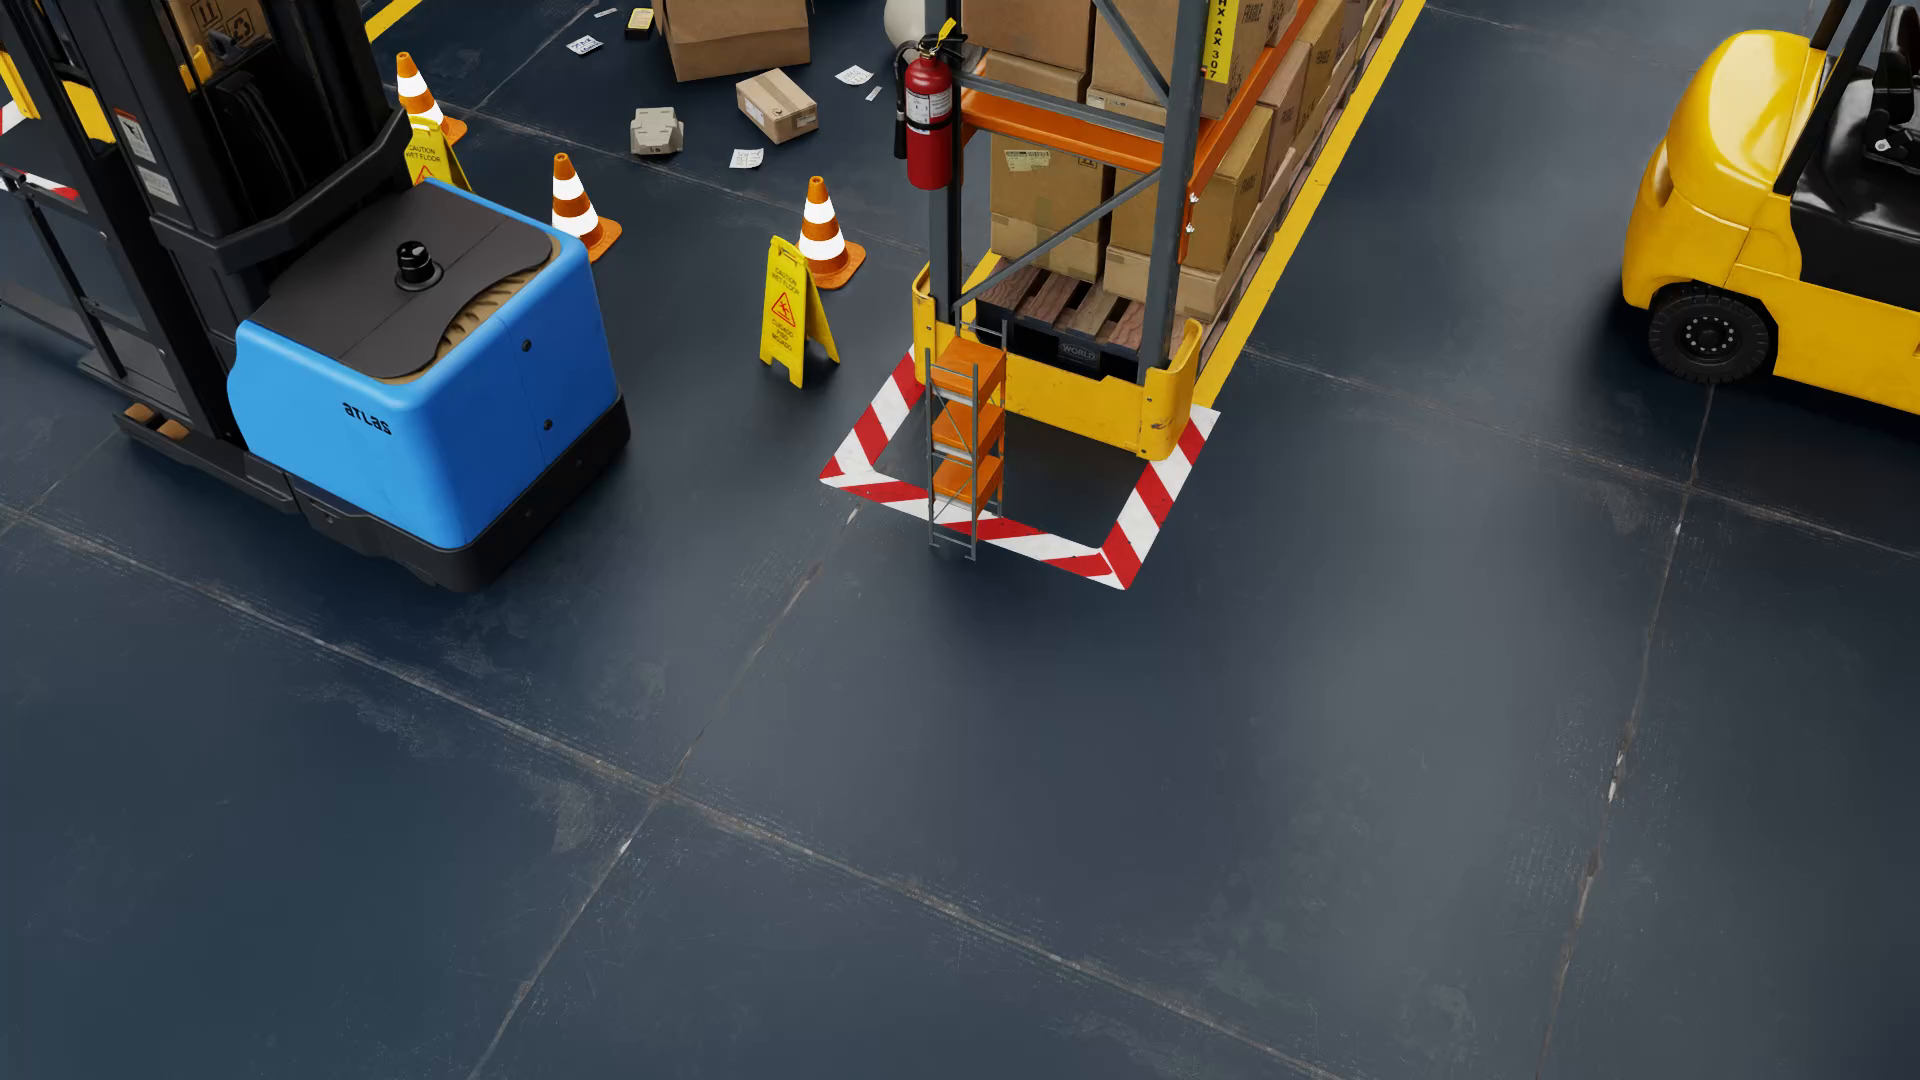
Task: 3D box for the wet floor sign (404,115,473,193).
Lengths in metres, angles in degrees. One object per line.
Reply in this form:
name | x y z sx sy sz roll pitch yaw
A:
wet floor sign | -2.388 -1.650 7.545 0.267 0.644 0.232 12 51 10

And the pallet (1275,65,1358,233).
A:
pallet | 1.287 -2.069 8.187 1.003 0.211 1.213 20 52 16

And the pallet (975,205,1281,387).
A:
pallet | 0.765 -1.232 7.475 1.003 0.211 1.213 20 52 16

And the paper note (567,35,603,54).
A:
paper note | -1.978 -2.613 8.769 0.142 0.017 0.144 -37 59 -27

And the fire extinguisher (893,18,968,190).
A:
fire extinguisher | -0.112 -1.582 5.992 0.296 0.674 0.183 20 52 16

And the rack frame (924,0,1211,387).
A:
rack frame | 0.353 -1.536 5.902 1.000 3.000 0.127 20 52 16

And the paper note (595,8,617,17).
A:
paper note | -1.914 -2.849 8.982 0.123 0.001 0.032 -28 55 -22

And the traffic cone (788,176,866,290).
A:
traffic cone | -0.629 -1.429 7.478 0.336 0.463 0.334 20 52 16

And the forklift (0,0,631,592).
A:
forklift | -2.886 -1.601 6.003 3.031 2.935 1.130 24 54 19

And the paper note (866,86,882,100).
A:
paper note | -0.439 -2.284 8.502 0.032 0.001 0.123 20 52 16

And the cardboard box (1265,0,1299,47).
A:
cardboard box | 1.117 -2.115 6.561 0.380 0.149 0.250 21 53 17

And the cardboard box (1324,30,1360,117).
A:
cardboard box | 1.613 -2.322 8.101 0.500 0.250 0.500 21 53 17

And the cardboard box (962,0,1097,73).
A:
cardboard box | 0.336 -2.128 6.145 0.500 0.500 0.500 19 52 15

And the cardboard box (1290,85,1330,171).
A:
cardboard box | 1.394 -1.975 7.806 0.500 0.250 0.500 23 53 18

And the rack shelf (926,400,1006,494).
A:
rack shelf | 0.023 -0.370 6.205 0.215 0.259 0.240 20 52 16

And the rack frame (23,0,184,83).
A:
rack frame | -4.165 -3.077 7.214 1.000 3.000 0.127 20 52 16

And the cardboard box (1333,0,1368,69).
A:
cardboard box | 1.619 -2.581 7.829 0.500 0.500 0.500 22 53 18

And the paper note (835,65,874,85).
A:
paper note | -0.544 -2.404 8.599 0.142 0.019 0.148 -37 59 -27

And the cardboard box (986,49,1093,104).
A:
cardboard box | 0.320 -1.781 6.276 0.380 0.149 0.250 21 53 17

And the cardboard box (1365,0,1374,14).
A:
cardboard box | 1.836 -2.933 8.128 0.500 0.500 0.500 21 53 17

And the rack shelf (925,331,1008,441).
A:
rack shelf | 0.023 -0.554 5.988 0.215 0.259 0.240 20 52 16

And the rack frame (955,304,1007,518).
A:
rack frame | 0.075 -0.461 6.268 0.200 1.050 0.008 20 52 16

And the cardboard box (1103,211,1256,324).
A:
cardboard box | 0.948 -1.246 7.186 0.500 0.250 0.500 19 52 16

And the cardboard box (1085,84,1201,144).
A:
cardboard box | 0.686 -1.621 6.140 0.380 0.149 0.250 20 52 16

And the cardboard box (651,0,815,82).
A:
cardboard box | -1.185 -2.760 8.583 0.797 0.503 0.637 -11 51 -9

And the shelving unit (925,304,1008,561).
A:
shelving unit | 0.023 -0.377 6.196 0.215 1.050 0.252 20 52 16

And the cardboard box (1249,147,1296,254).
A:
cardboard box | 1.173 -1.595 7.483 0.500 0.250 0.500 22 53 17

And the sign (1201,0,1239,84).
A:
sign | 0.844 -1.640 5.422 0.100 0.325 0.005 20 52 16

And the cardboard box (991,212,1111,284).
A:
cardboard box | 0.466 -1.441 7.352 0.500 0.250 0.500 20 52 16

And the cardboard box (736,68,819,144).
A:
cardboard box | -0.914 -2.171 8.315 0.250 0.149 0.380 -28 55 -22

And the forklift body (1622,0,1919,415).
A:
forklift body | 4.003 -1.548 6.470 2.313 2.155 1.214 20 52 16

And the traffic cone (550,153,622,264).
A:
traffic cone | -1.778 -1.556 7.586 0.336 0.463 0.334 20 52 16

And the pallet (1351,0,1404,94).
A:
pallet | 1.807 -2.912 8.905 1.003 0.211 1.213 20 52 16

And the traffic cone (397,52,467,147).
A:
traffic cone | -2.655 -2.158 8.098 0.336 0.463 0.334 20 52 16

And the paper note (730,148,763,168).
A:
paper note | -1.043 -1.872 8.138 0.148 0.019 0.142 4 50 3

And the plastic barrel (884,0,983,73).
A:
plastic barrel | -0.133 -2.616 8.513 0.421 0.421 0.512 -19 52 -16

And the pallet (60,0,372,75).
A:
pallet | -3.895 -2.749 8.766 1.003 0.211 1.213 20 52 16

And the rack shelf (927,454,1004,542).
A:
rack shelf | 0.023 -0.190 6.416 0.215 0.259 0.240 20 52 16

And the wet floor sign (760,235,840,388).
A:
wet floor sign | -0.695 -0.990 6.984 0.232 0.644 0.267 -37 59 -27

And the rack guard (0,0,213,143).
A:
rack guard | -4.176 -2.250 8.151 1.175 0.500 0.348 20 52 16

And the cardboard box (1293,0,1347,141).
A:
cardboard box | 1.399 -2.210 7.513 0.500 0.500 0.500 21 53 17

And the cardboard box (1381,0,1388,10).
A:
cardboard box | 2.053 -3.041 8.712 0.500 0.250 0.500 22 53 18

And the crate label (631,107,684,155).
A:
crate label | -1.498 -2.012 8.188 0.250 0.136 0.298 -4 50 -3

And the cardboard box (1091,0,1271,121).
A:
cardboard box | 0.806 -1.900 5.952 0.500 0.500 0.500 19 52 16

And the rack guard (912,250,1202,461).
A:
rack guard | 0.386 -0.778 6.899 1.175 0.500 0.348 20 52 16

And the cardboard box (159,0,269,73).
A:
cardboard box | -3.936 -3.013 8.278 0.875 0.875 0.875 20 53 16

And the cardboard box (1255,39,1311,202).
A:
cardboard box | 1.177 -1.867 7.222 0.500 0.500 0.500 18 52 15

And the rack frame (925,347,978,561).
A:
rack frame | -0.029 -0.293 6.125 0.200 1.050 0.008 20 52 16

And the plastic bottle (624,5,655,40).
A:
plastic bottle | -1.699 -2.782 8.892 0.133 0.061 0.283 4 50 3

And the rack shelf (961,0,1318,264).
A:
rack shelf | 1.208 -2.680 7.348 1.077 0.370 4.000 20 52 16

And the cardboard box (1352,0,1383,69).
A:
cardboard box | 1.834 -2.671 8.398 0.500 0.250 0.500 19 52 15

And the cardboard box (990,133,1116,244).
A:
cardboard box | 0.460 -1.660 7.046 0.500 0.500 0.500 20 53 16

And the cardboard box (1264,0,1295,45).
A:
cardboard box | 1.025 -2.258 6.256 0.500 0.500 0.500 21 53 17

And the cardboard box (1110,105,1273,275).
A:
cardboard box | 0.957 -1.506 6.914 0.500 0.500 0.500 18 52 15
